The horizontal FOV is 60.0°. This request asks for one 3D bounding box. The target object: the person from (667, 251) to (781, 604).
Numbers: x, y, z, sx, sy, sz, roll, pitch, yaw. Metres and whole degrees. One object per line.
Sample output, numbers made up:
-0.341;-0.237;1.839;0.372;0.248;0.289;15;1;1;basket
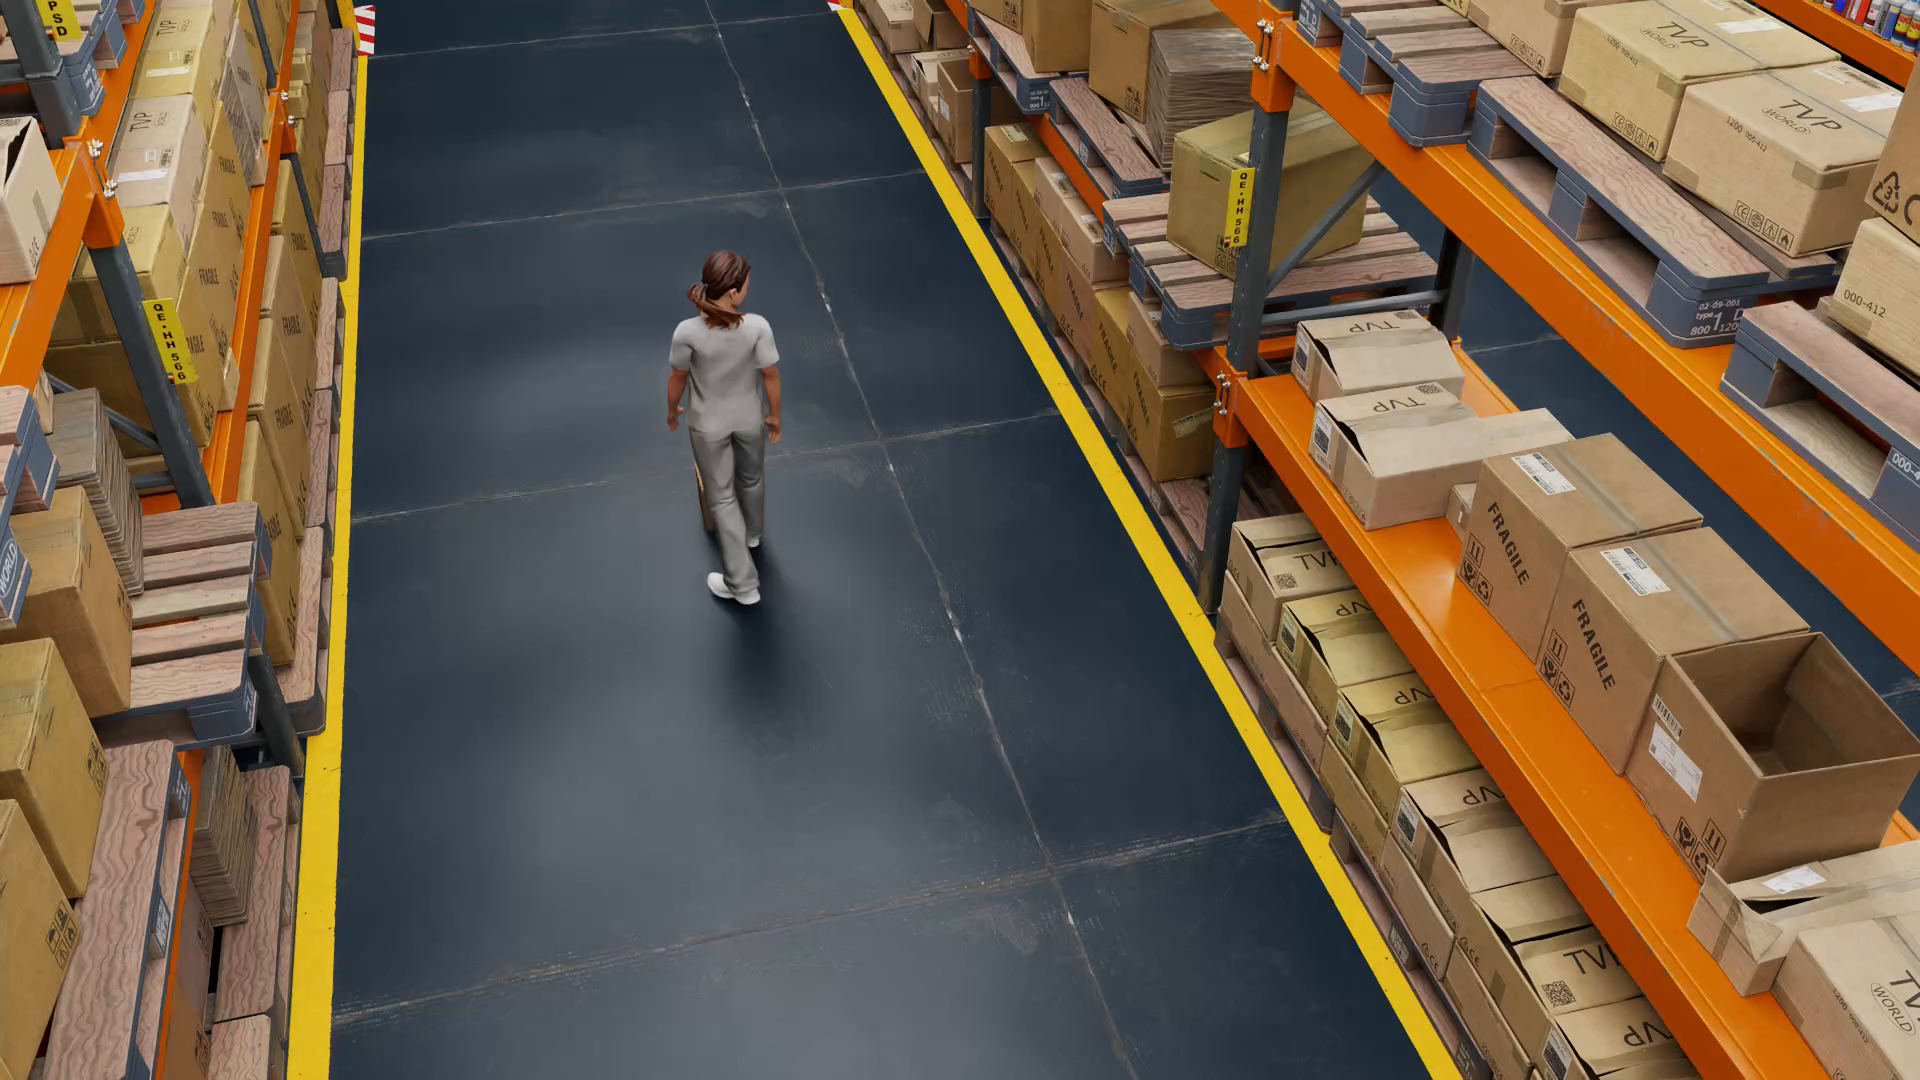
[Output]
-1.045;-0.547;7.385;0.475;1.661;0.762;-14;40;-17;person
